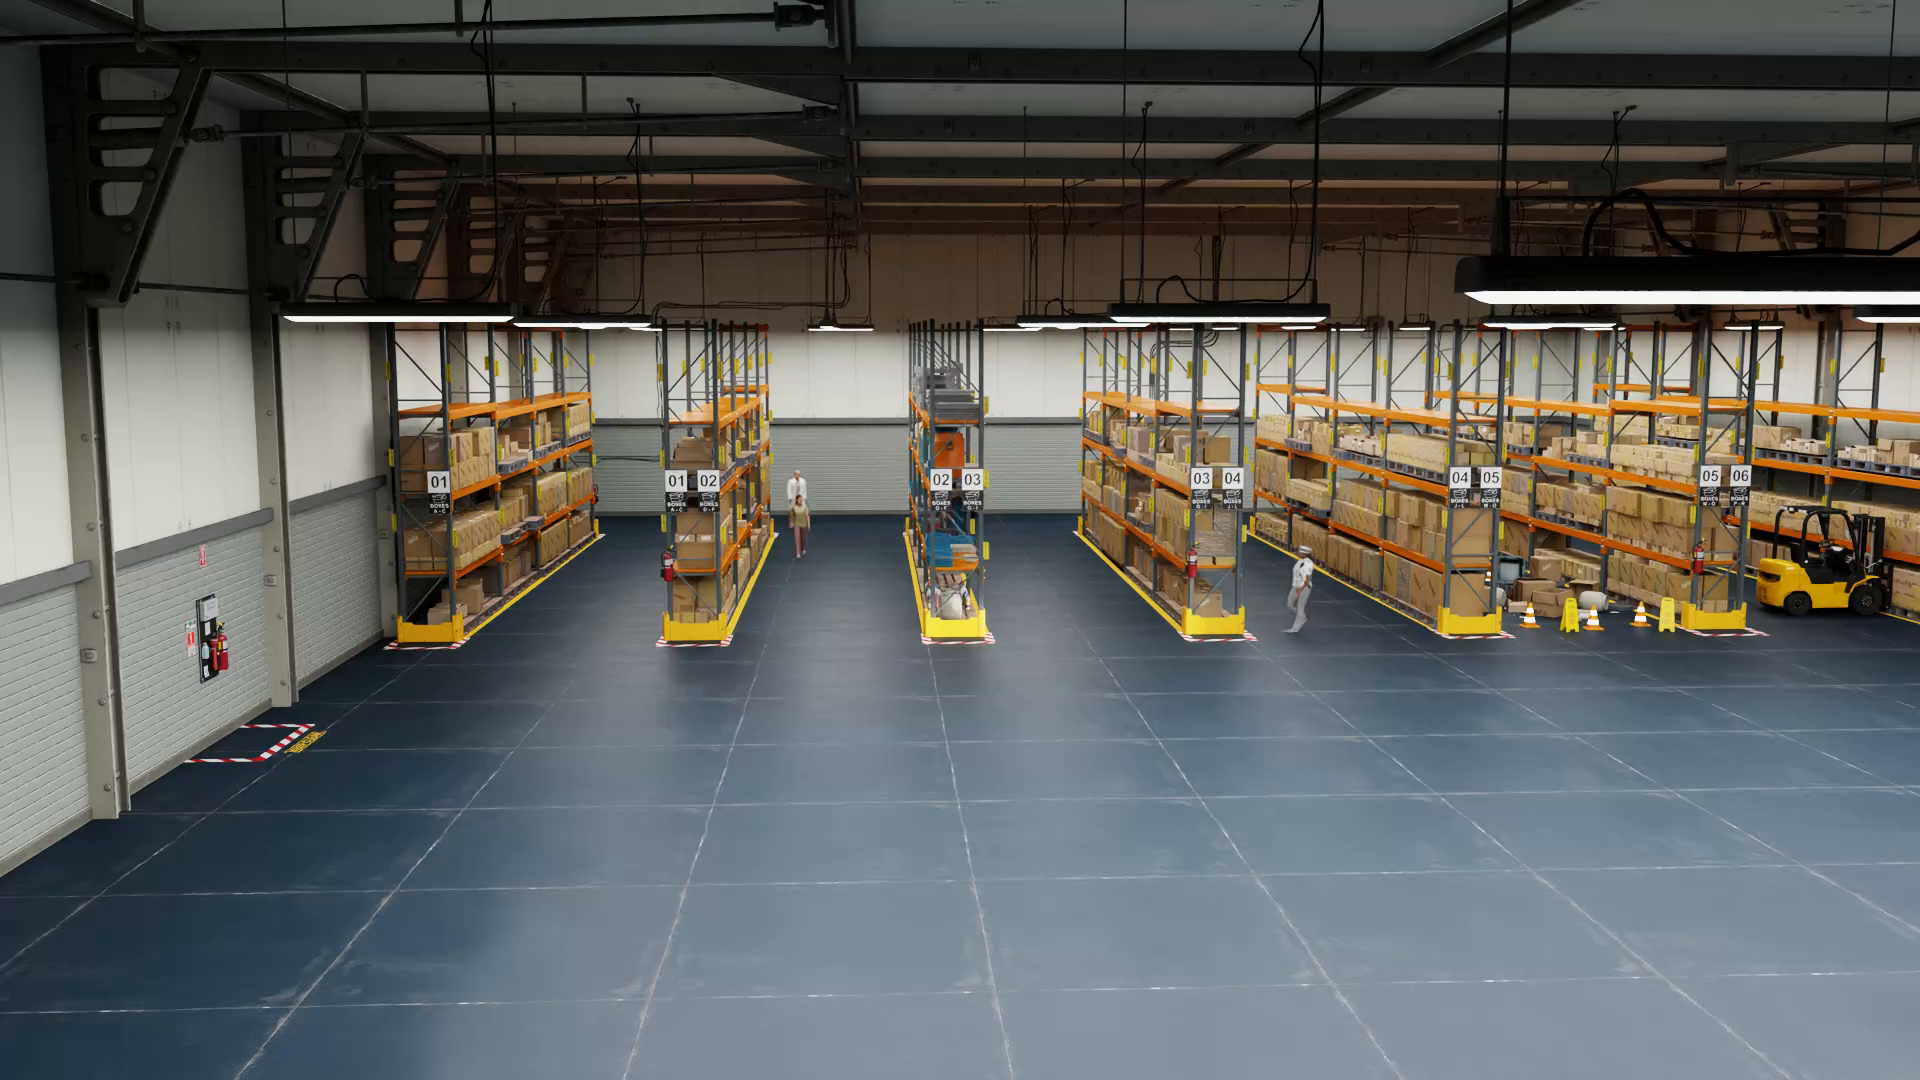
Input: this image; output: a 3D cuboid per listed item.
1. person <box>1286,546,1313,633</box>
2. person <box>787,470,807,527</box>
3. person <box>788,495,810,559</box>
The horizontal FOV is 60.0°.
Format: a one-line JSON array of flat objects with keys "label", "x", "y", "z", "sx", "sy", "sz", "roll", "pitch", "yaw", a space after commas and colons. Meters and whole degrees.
[{"label": "person", "x": 6.533, "y": 0.938, "z": 32.067, "sx": 0.595, "sy": 1.658, "sz": 0.501, "roll": -5, "pitch": 9, "yaw": -37}, {"label": "person", "x": -4.775, "y": -1.186, "z": 48.871, "sx": 0.626, "sy": 1.728, "sz": 1.097, "roll": -2, "pitch": 7, "yaw": -12}, {"label": "person", "x": -4.134, "y": -0.361, "z": 42.784, "sx": 0.560, "sy": 1.622, "sz": 1.059, "roll": -1, "pitch": 7, "yaw": -7}]
